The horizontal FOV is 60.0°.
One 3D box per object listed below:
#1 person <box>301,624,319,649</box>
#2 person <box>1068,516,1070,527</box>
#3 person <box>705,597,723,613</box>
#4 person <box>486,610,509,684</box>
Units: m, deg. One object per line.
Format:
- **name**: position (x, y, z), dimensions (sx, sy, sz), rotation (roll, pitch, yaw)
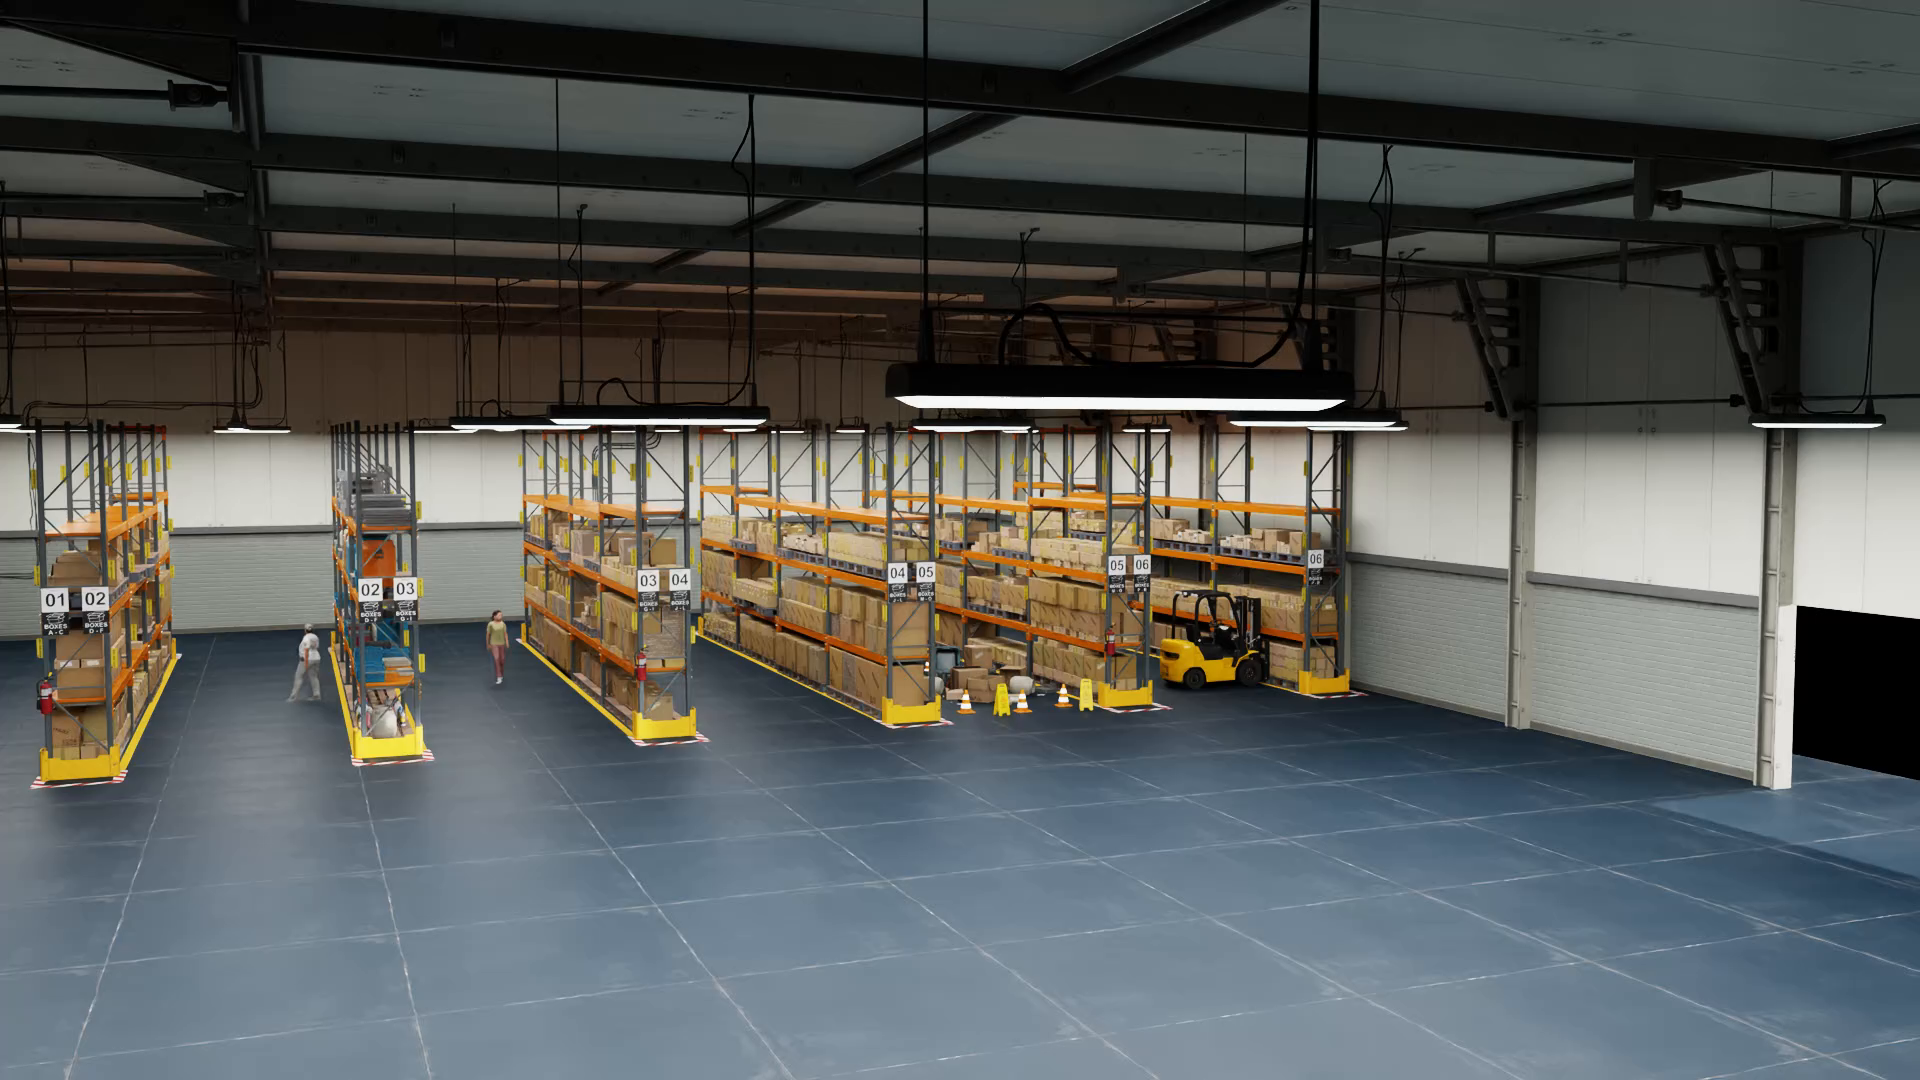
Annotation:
- **person**: position (-14.113, 2.175, 36.040), dimensions (0.301, 0.722, 0.498), rotation (1, 4, 16)
- **person**: position (-7.476, 1.271, 38.323), dimensions (26.979, 2.716, 10.476), rotation (-1, 4, -21)
- **person**: position (-7.354, 1.732, 49.721), dimensions (0.552, 1.629, 0.731), rotation (2, 4, 29)
- **person**: position (-10.717, 2.474, 38.761), dimensions (0.466, 1.668, 0.725), rotation (-3, 5, -38)
